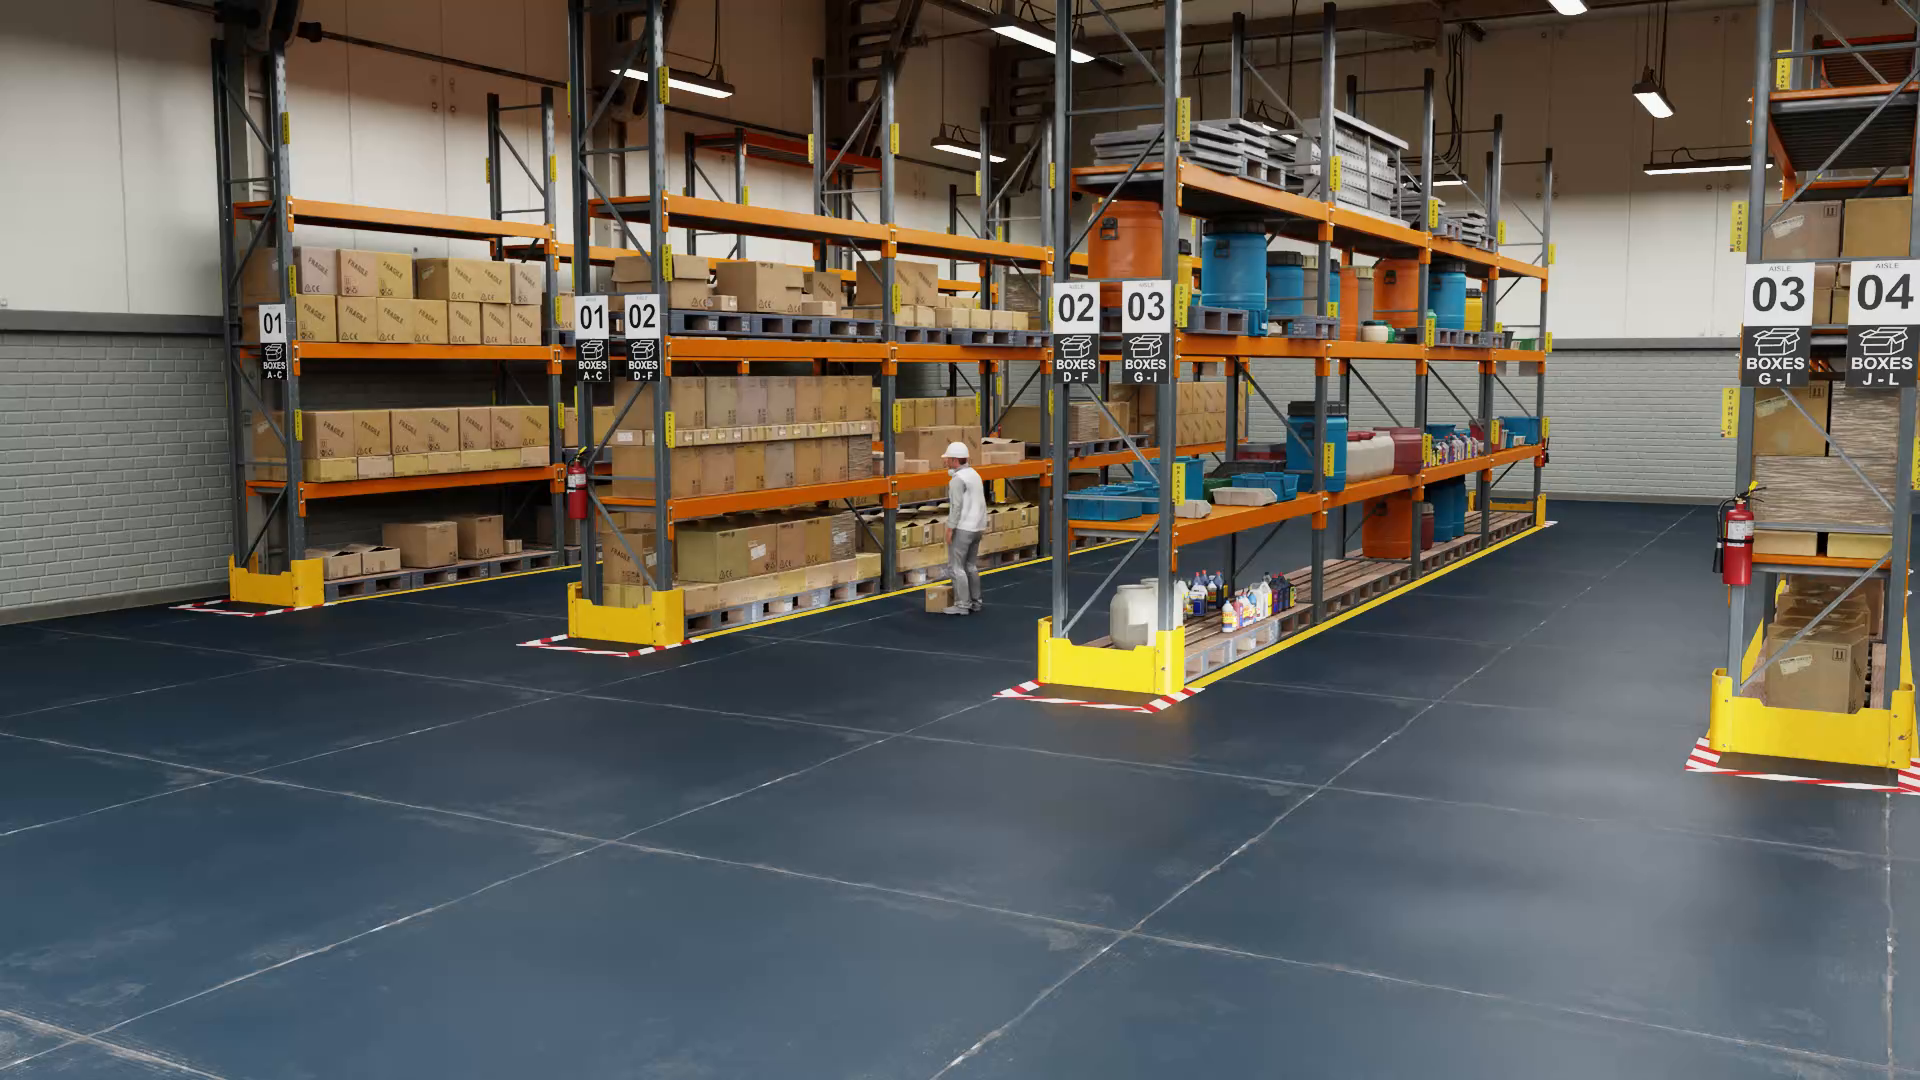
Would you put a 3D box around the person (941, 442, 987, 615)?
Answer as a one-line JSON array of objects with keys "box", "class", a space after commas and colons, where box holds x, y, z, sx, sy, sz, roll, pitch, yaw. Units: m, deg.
[{"box": [0.034, -0.124, 17.209, 0.460, 1.770, 0.590, 3, 7, 27], "class": "person"}]
